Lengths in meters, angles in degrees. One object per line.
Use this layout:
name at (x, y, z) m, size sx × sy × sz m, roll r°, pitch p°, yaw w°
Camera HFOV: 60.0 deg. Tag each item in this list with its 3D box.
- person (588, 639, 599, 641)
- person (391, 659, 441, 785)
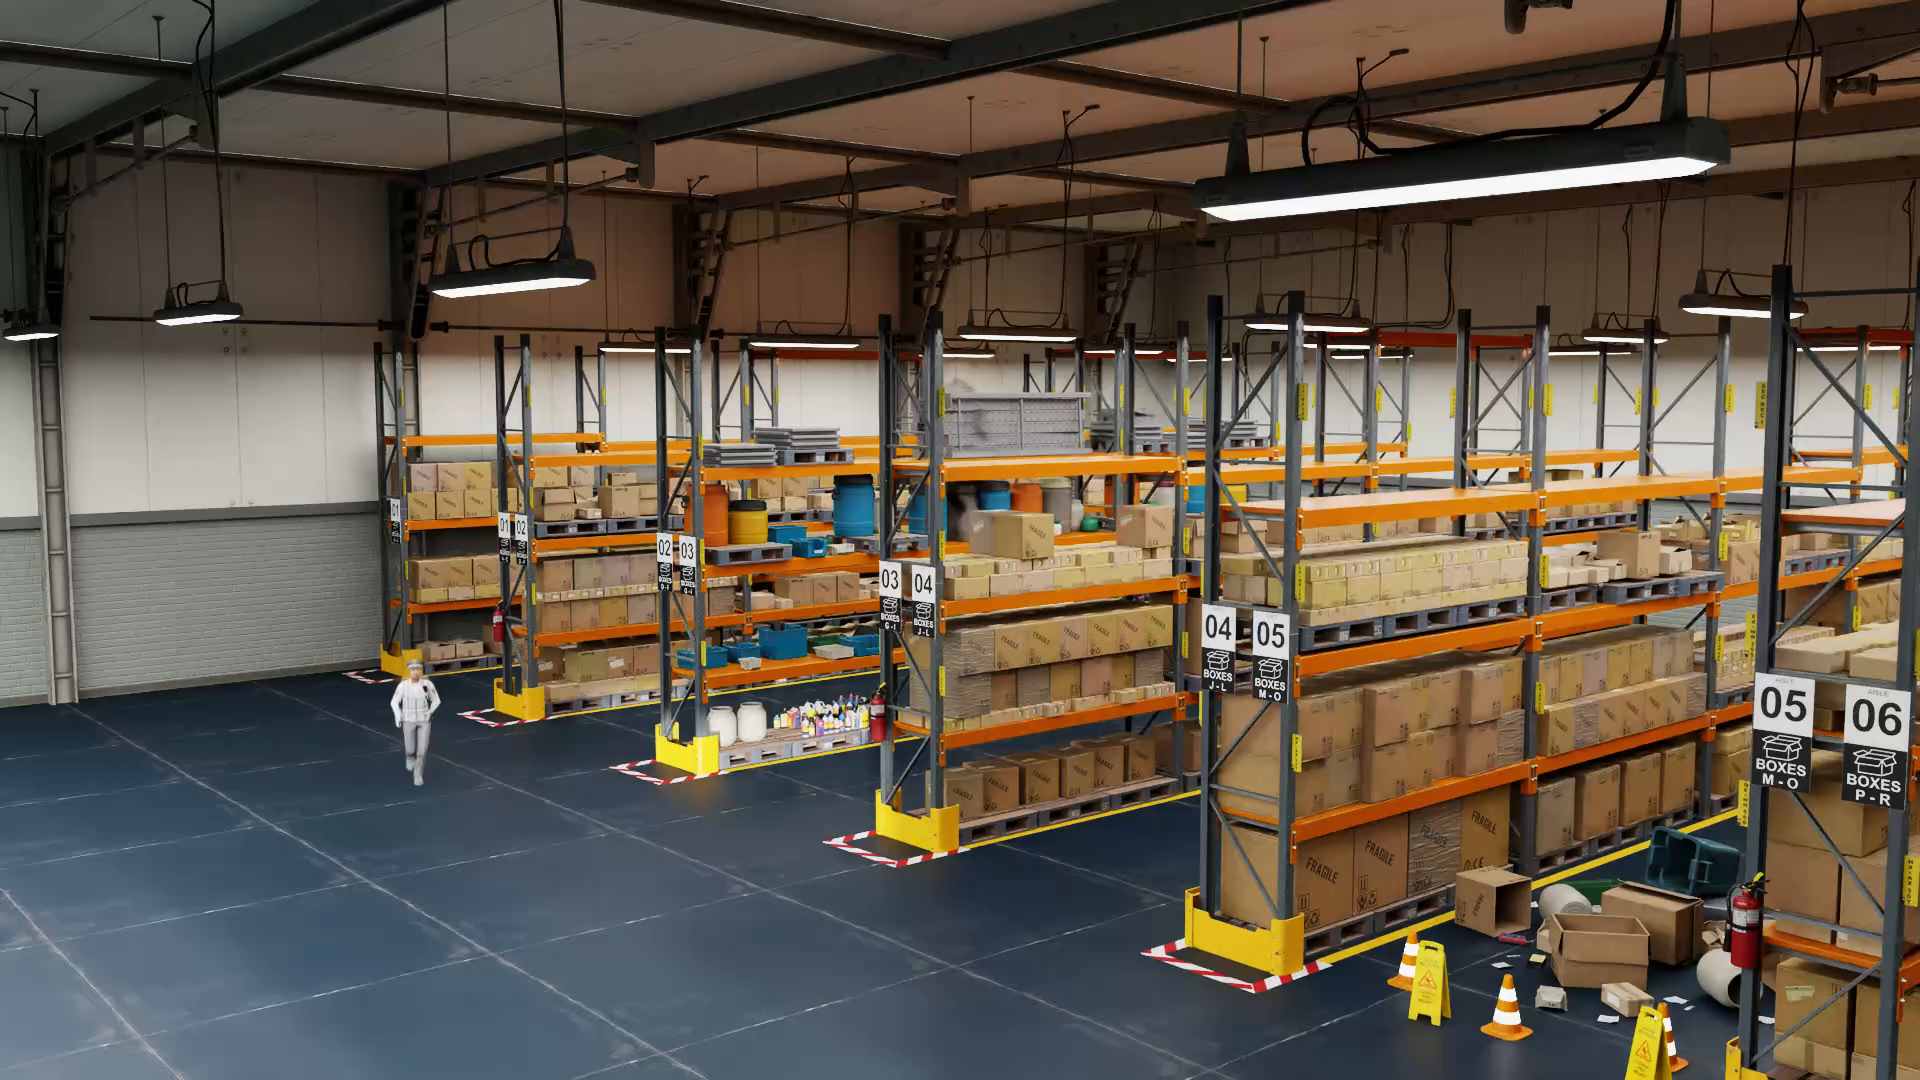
person at (-6.360, 1.729, 28.960) m, size 0.569 × 1.621 × 0.622 m, roll 5°, pitch 7°, yaw 43°
person at (-7.119, 2.367, 21.789) m, size 0.617 × 1.656 × 0.554 m, roll -2°, pitch 6°, yaw -21°
